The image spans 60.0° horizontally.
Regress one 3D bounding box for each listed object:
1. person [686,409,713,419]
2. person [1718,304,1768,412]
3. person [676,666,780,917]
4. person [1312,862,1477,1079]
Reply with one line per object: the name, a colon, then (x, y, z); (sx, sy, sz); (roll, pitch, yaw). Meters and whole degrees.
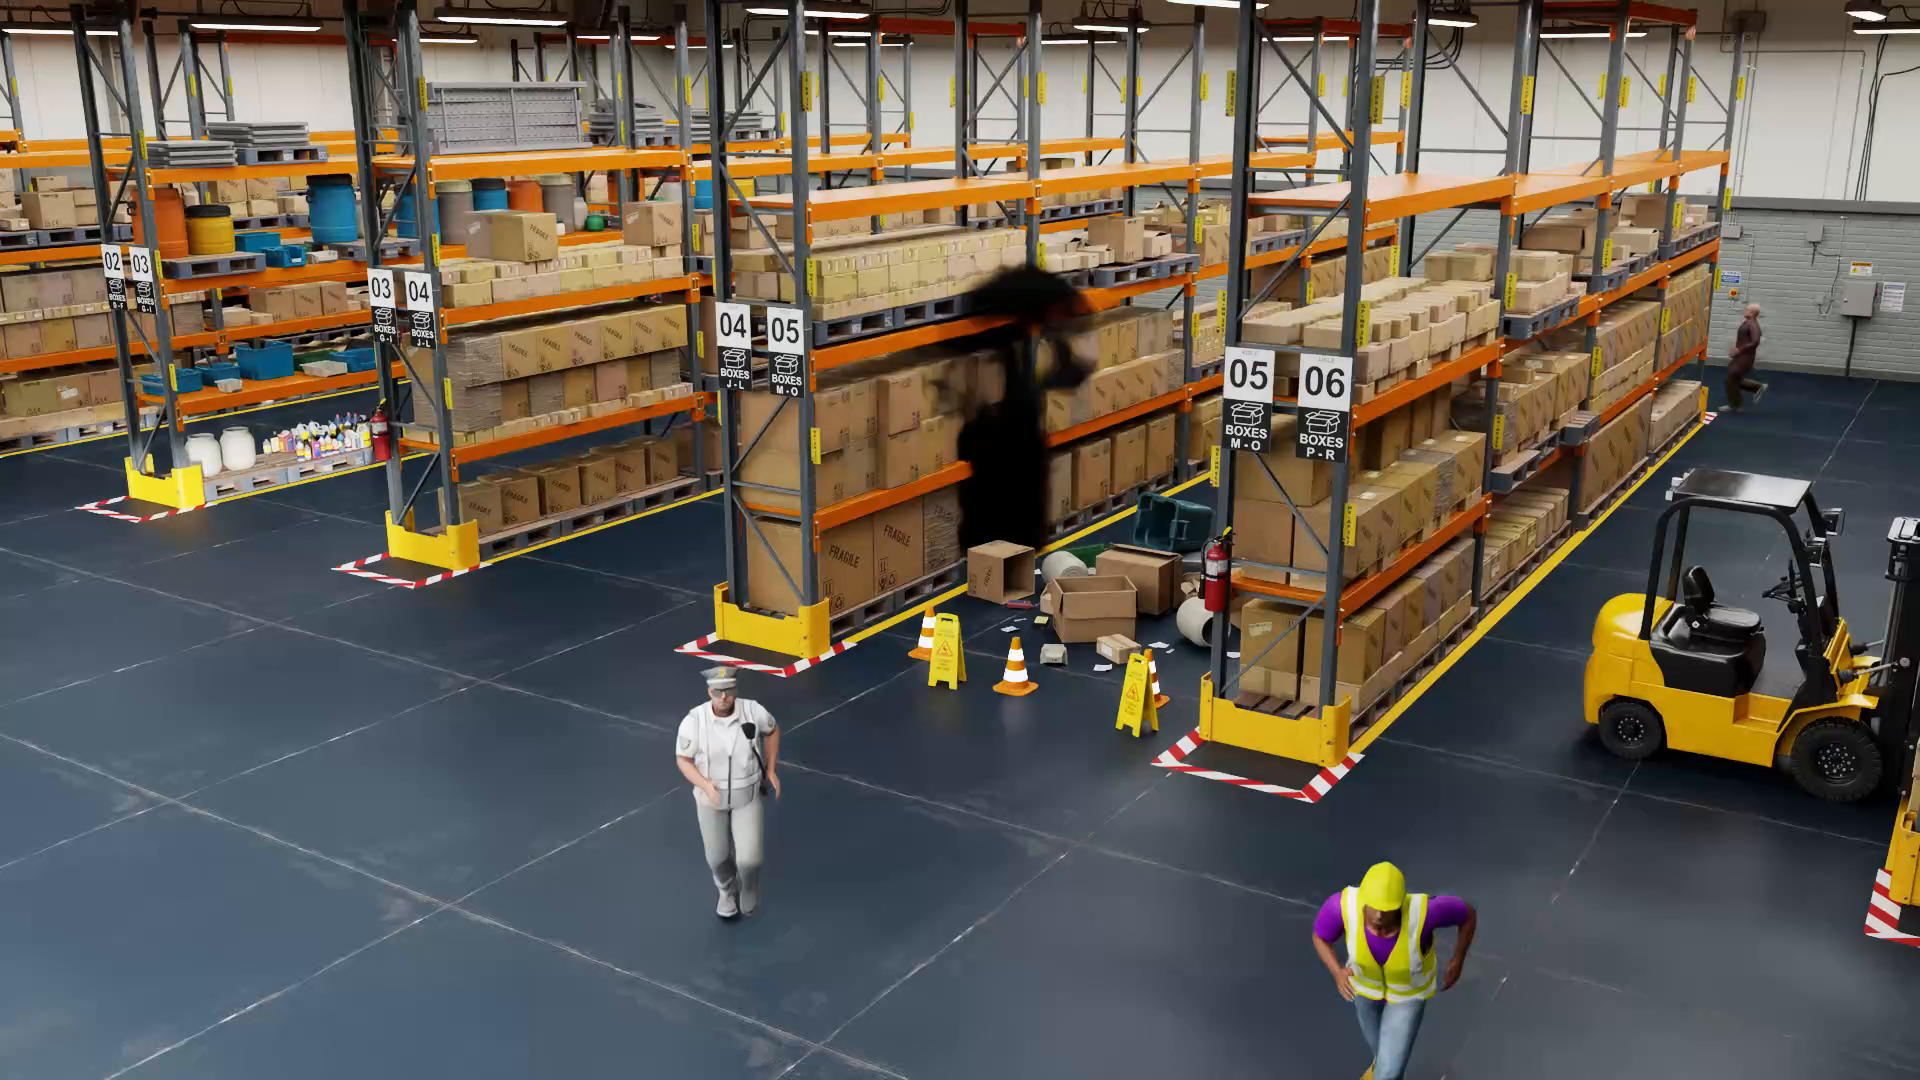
person: (-3.770, -2.225, 24.118); (0.625, 1.654, 0.723); (8, 18, 28)
person: (12.469, -2.867, 26.316); (0.678, 1.736, 0.710); (7, 17, 24)
person: (-1.417, 1.580, 10.266); (0.642, 1.733, 0.729); (-2, 16, -8)
person: (2.110, 2.235, 8.173); (0.747, 1.718, 1.047); (6, 17, 22)
